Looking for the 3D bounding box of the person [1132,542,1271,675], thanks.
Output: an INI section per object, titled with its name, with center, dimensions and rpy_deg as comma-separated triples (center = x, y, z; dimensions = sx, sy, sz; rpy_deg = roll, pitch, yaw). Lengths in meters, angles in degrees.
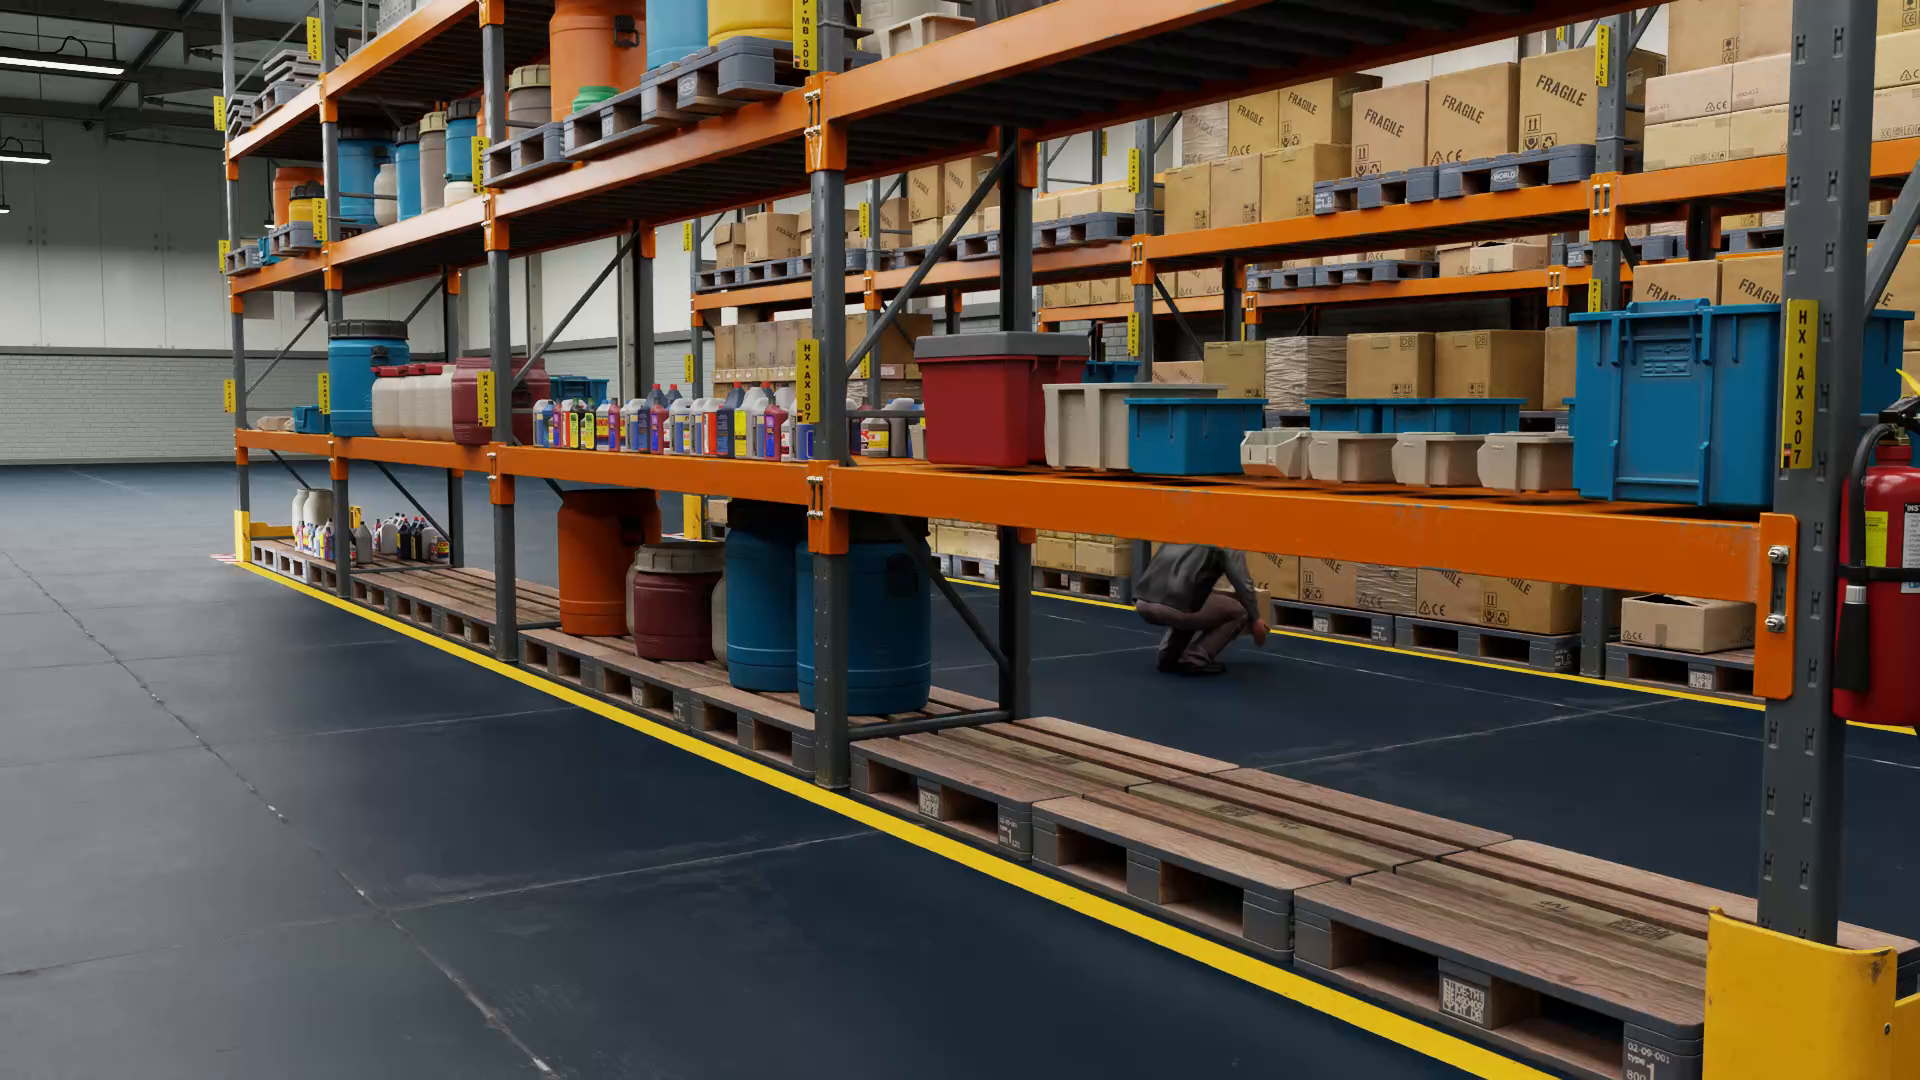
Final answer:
[person]
center = 1.400, 0.282, 9.717
dimensions = 0.854, 0.974, 0.519
rpy_deg = -3, 6, -34
